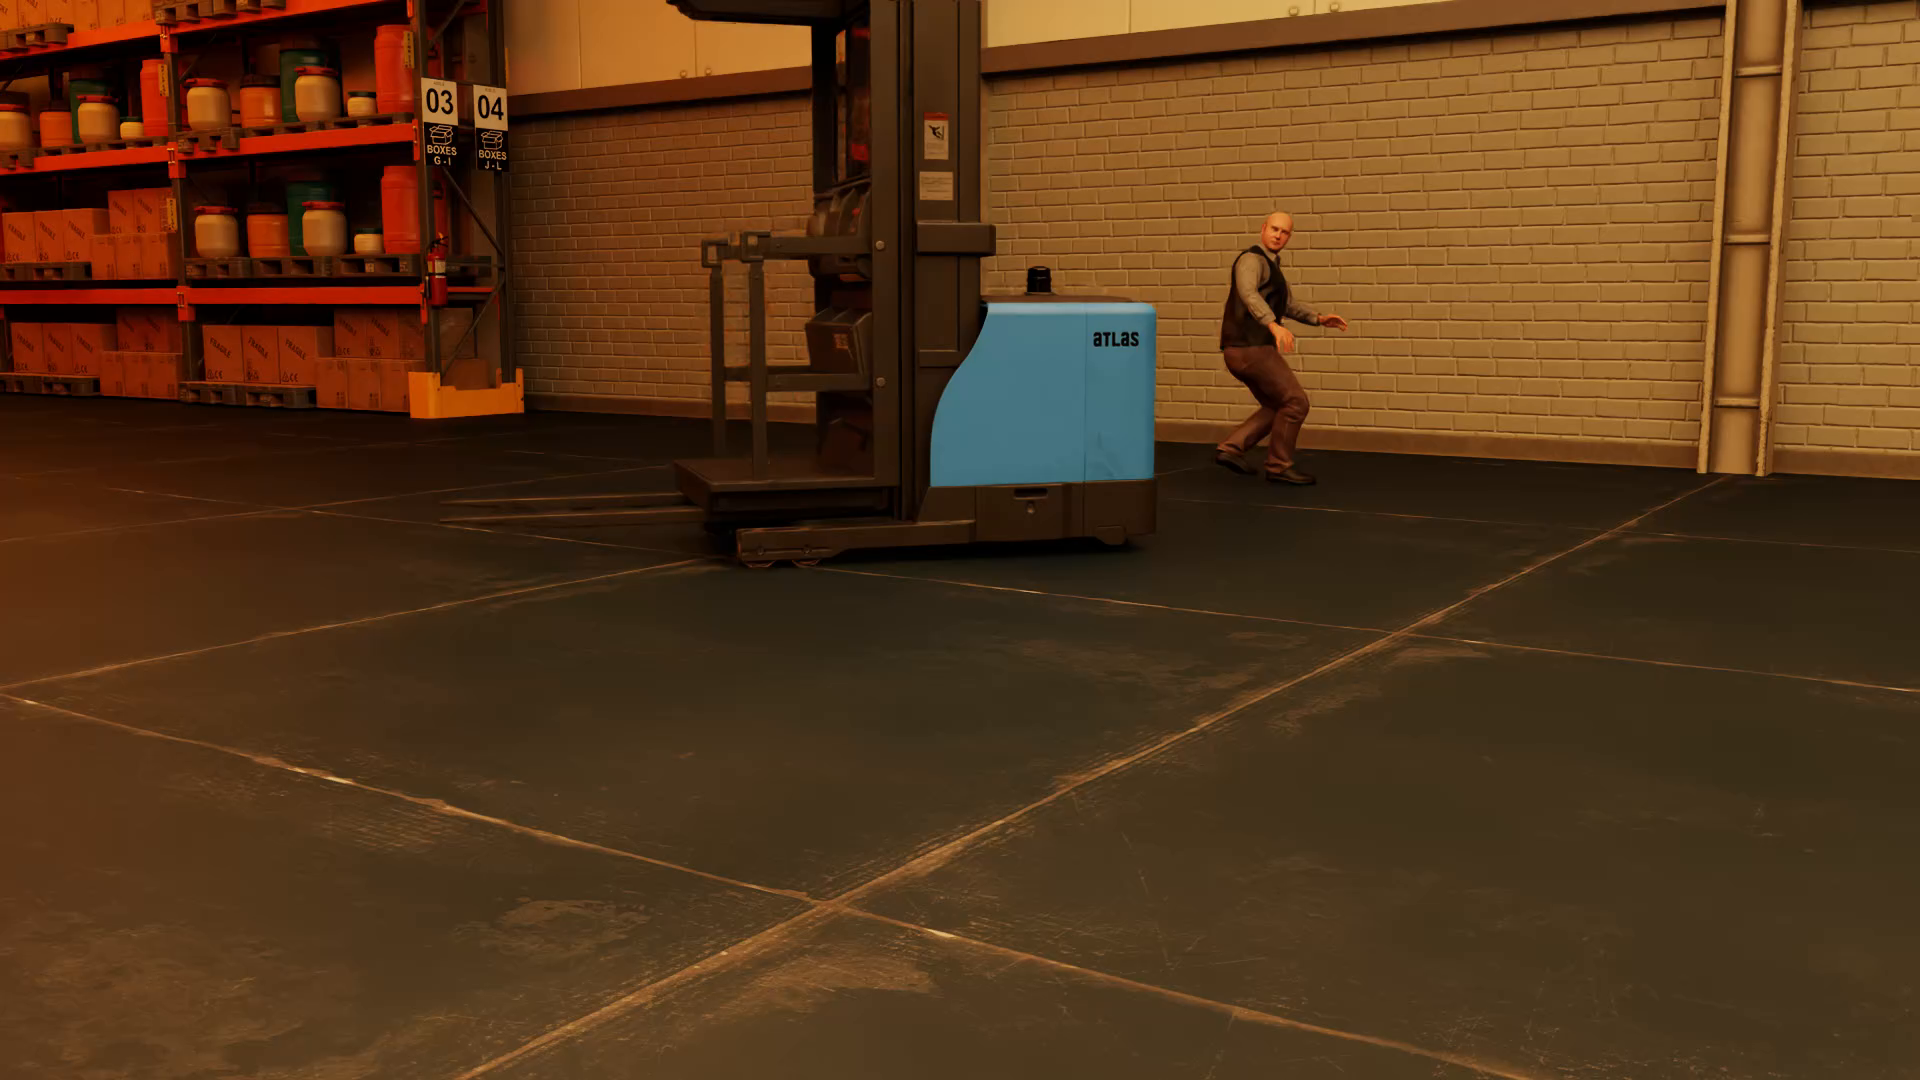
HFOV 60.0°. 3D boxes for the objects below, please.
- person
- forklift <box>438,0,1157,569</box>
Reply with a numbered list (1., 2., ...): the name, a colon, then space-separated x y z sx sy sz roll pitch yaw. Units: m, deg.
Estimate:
1. person: 1.911 -1.130 9.841 0.782 1.605 0.835 1 8 8
2. forklift: -0.709 -1.414 7.138 3.031 2.935 1.130 -3 8 -17
